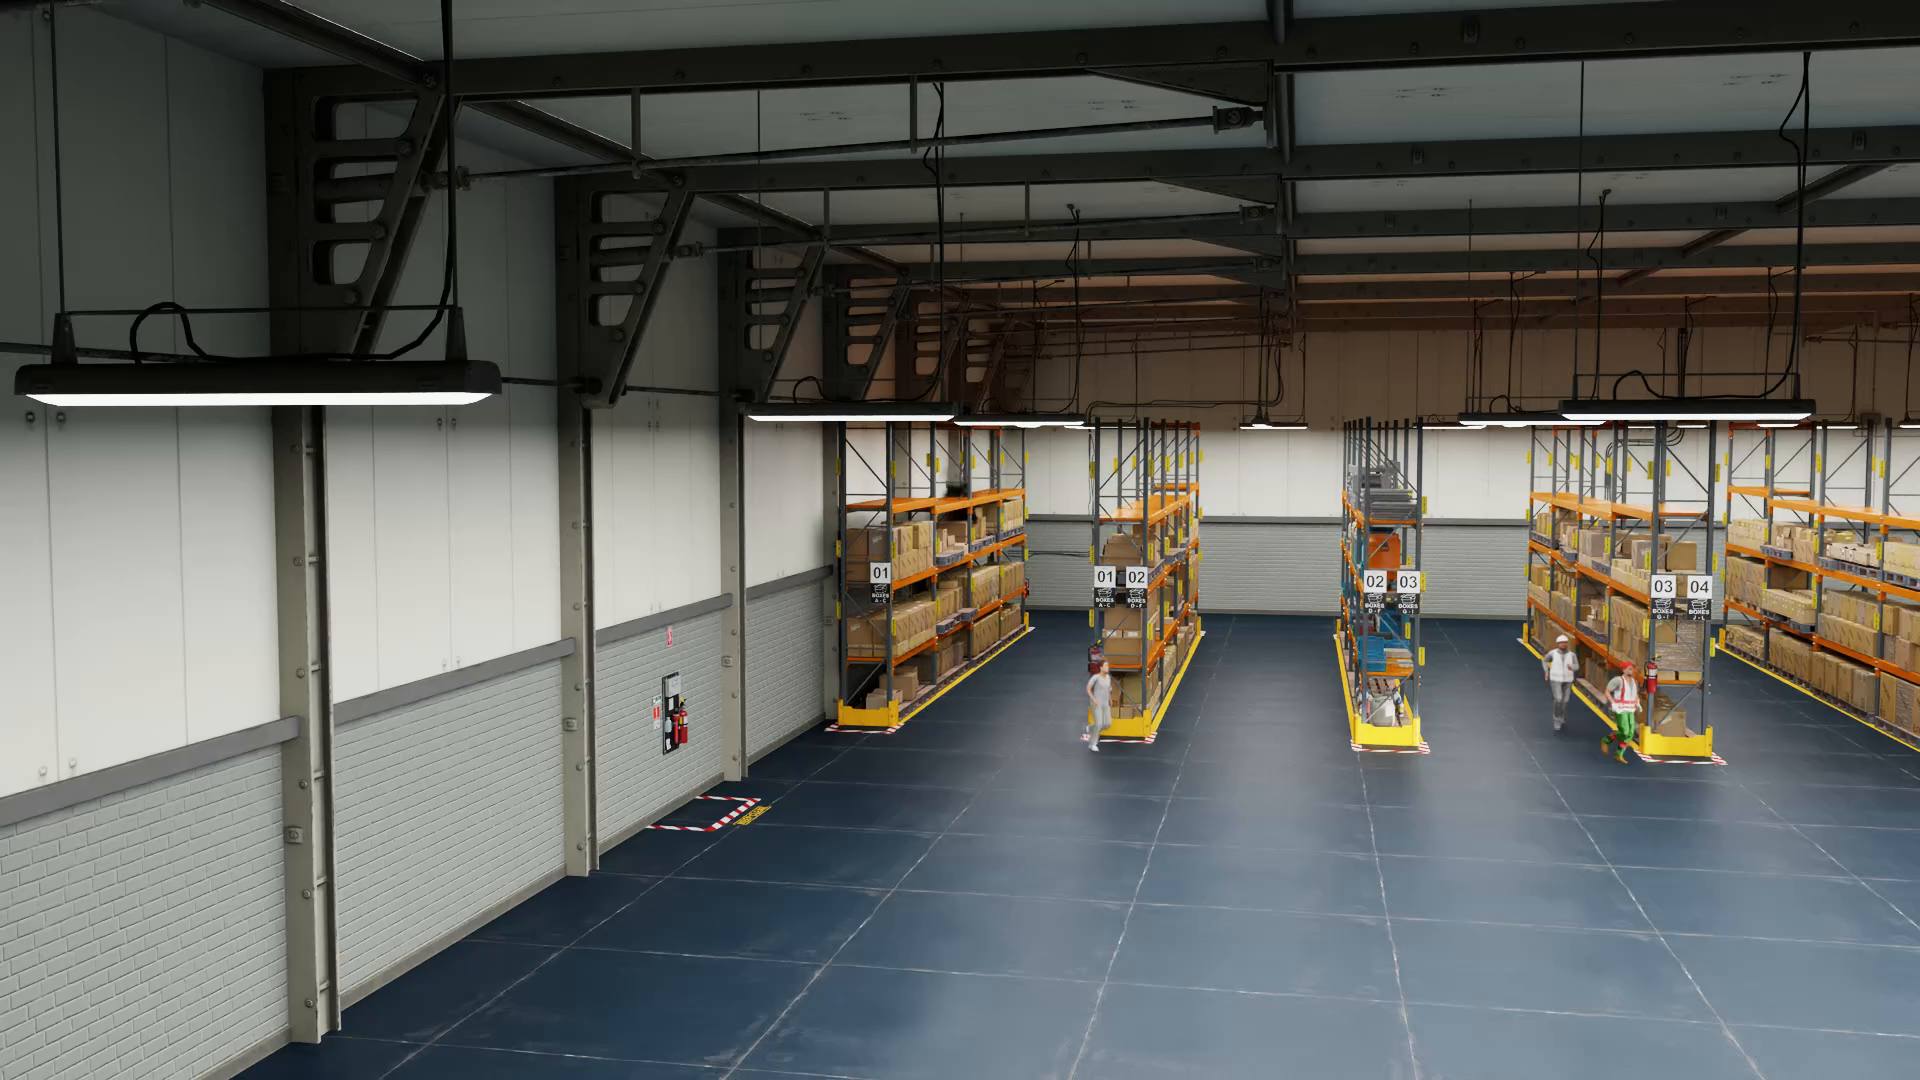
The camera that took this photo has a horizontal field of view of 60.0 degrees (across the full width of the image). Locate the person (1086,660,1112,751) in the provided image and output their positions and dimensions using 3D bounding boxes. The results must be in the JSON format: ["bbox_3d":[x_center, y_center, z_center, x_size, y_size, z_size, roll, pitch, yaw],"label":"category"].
[{"bbox_3d":[2.532,2.975,30.130,0.610,1.625,0.555,-3,5,-35],"label":"person"}]

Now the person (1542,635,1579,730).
[{"bbox_3d":[11.636,2.754,32.179,0.625,1.835,0.758,0,4,4],"label":"person"}]

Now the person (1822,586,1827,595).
[{"bbox_3d":[23.461,2.043,44.950,0.688,1.577,0.596,0,4,7],"label":"person"}]

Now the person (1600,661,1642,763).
[{"bbox_3d":[11.581,2.985,29.016,0.663,1.758,0.577,-2,4,-23],"label":"person"}]
